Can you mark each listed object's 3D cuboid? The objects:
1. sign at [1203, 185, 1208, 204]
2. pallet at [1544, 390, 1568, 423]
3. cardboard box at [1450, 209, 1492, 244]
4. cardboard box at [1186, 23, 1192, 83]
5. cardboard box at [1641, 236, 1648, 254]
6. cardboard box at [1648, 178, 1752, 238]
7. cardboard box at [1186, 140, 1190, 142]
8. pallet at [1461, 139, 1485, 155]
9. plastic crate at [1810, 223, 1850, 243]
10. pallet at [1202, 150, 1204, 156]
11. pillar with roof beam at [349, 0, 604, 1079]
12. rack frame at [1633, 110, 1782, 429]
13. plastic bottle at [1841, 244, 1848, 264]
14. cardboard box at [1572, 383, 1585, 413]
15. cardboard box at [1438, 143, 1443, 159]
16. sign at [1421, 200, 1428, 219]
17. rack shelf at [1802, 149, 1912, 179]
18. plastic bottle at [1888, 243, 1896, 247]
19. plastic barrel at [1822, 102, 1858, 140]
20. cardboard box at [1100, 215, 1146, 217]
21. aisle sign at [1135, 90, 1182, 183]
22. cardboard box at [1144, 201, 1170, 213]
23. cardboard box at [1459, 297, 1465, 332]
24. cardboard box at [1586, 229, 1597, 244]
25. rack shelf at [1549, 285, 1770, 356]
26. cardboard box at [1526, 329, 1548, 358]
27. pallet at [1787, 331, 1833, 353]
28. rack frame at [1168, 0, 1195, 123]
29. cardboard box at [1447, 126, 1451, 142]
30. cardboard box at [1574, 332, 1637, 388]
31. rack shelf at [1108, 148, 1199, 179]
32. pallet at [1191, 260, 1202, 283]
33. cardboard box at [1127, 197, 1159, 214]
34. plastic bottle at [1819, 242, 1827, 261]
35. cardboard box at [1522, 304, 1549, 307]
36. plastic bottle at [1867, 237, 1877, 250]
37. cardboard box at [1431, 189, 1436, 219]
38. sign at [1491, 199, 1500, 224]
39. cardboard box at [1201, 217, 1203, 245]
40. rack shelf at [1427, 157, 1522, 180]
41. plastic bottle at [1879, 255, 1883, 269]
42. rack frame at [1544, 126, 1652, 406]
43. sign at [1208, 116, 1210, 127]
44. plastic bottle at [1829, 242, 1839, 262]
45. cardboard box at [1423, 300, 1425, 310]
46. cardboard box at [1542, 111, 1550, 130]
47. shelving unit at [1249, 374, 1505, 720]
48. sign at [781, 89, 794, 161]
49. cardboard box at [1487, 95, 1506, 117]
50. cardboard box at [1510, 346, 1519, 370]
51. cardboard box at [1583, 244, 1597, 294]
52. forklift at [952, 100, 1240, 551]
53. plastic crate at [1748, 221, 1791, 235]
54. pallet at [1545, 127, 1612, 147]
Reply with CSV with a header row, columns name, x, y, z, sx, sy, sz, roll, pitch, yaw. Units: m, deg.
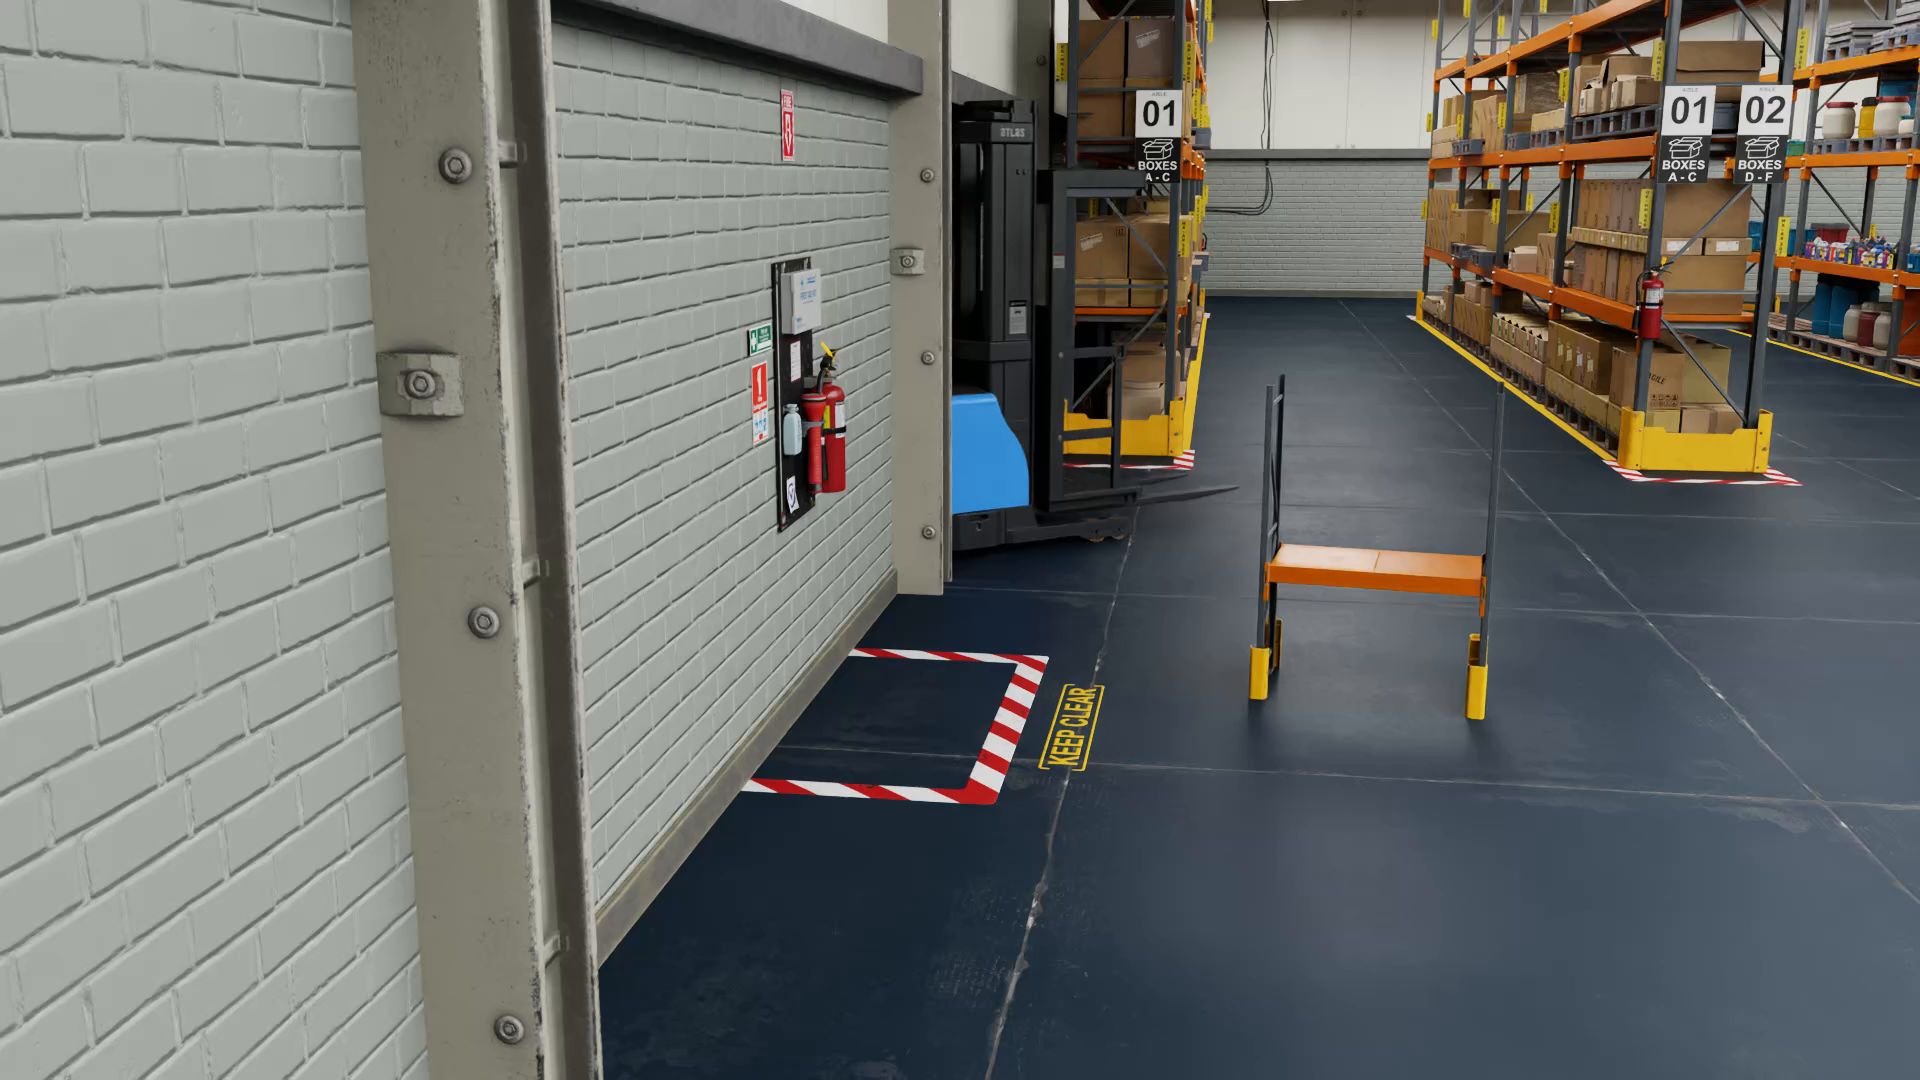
name,x,y,z,sx,sy,sz,roll,pitch,yaw
sign,4.433,-6.249,30.061,0.100,0.325,0.005,2,12,9
pallet,6.785,-1.403,17.503,1.003,0.211,1.213,2,12,9
cardboard box,7.886,-4.758,25.219,0.700,0.500,0.500,-2,12,-10
cardboard box,1.865,-4.446,15.227,0.500,0.500,0.500,2,12,8
cardboard box,6.243,-2.604,14.679,0.380,0.149,0.250,2,12,10
cardboard box,6.427,-2.889,14.460,0.700,0.500,0.500,2,12,9
cardboard box,1.992,-4.175,16.341,0.500,0.500,0.500,3,12,12
pallet,7.853,-5.621,23.780,1.213,0.211,1.003,2,12,9
plastic crate,13.458,-4.673,25.761,0.402,0.464,0.583,2,12,9
pallet,3.610,-6.602,28.096,1.003,0.211,1.213,2,12,9
pillar with roof beam,3.100,-2.726,2.784,9.100,9.000,0.400,2,12,9
rack frame,6.334,-2.098,14.107,1.000,3.000,0.127,2,12,9
plastic bottle,12.388,-4.003,23.253,0.097,0.271,0.097,0,12,0
cardboard box,6.343,-1.393,16.366,0.500,0.250,0.500,2,12,9
cardboard box,8.300,-6.515,27.839,0.500,0.250,0.500,2,12,9
sign,8.258,-5.869,29.552,0.100,0.325,0.005,2,12,9
rack shelf,12.766,-5.133,22.778,1.077,0.370,4.000,2,12,9
plastic bottle,13.178,-4.072,23.564,0.152,0.276,0.135,2,12,9
plastic barrel,12.745,-6.071,24.104,0.433,0.535,0.433,0,12,0
cardboard box,1.775,-3.302,18.224,0.500,0.500,0.500,2,12,7
aisle sign,1.724,-3.504,14.460,0.394,0.787,0.004,2,12,9
cardboard box,2.611,-4.364,21.800,0.380,0.149,0.250,0,12,-1
cardboard box,7.793,-3.385,24.968,0.500,0.500,0.500,2,12,9
cardboard box,6.601,-3.086,16.916,0.380,0.149,0.250,2,12,8
rack shelf,6.642,-2.162,16.115,1.077,0.370,4.000,2,12,9
cardboard box,6.802,-2.268,19.095,0.500,0.311,0.500,2,12,10
pallet,12.913,-2.912,24.504,1.003,0.211,1.213,2,12,9
rack frame,2.054,-6.023,18.080,1.000,3.000,0.127,2,12,9
cardboard box,8.145,-6.551,26.821,0.500,0.250,0.500,2,12,9
cardboard box,6.340,-1.759,16.287,0.500,0.500,0.500,2,12,9
rack shelf,2.361,-4.621,20.403,1.077,0.370,4.000,2,12,9
pallet,2.315,-3.151,19.448,1.003,0.211,1.213,2,12,9
cardboard box,2.483,-4.596,22.930,0.500,0.250,0.500,2,12,10
plastic bottle,12.525,-4.188,24.112,0.097,0.271,0.097,0,12,0
cardboard box,8.074,-3.055,23.438,0.500,0.500,0.500,2,12,8
plastic bottle,13.084,-4.175,23.861,0.144,0.351,0.185,2,12,9
cardboard box,8.393,-5.773,28.551,0.500,0.500,0.500,2,12,9
sign,7.027,-4.306,21.793,0.100,0.325,0.005,2,12,9
cardboard box,3.831,-5.628,29.777,0.980,0.700,0.700,2,12,11
rack shelf,8.487,-6.127,27.390,1.077,0.370,4.000,2,12,9
plastic bottle,12.170,-3.674,21.893,0.097,0.201,0.097,0,12,0
rack frame,6.949,-2.930,17.971,1.000,3.000,0.127,2,12,9
sign,4.433,-7.428,29.807,0.100,0.325,0.005,2,12,9
plastic bottle,12.483,-4.097,23.679,0.152,0.276,0.135,2,12,9
cardboard box,8.352,-4.130,29.220,0.380,0.166,0.250,2,12,9
cardboard box,7.487,-5.155,20.534,0.500,0.250,0.500,2,12,10
shelving unit,1.984,0.002,7.925,1.083,1.500,0.587,4,13,17
sign,-0.749,-1.804,7.240,0.001,0.298,0.199,2,12,9
cardboard box,7.827,-5.985,23.552,0.600,0.600,0.600,1,12,6
cardboard box,6.964,-2.205,20.134,0.500,0.250,0.500,2,12,10
cardboard box,6.812,-2.777,17.020,0.700,0.500,0.500,2,12,8
forklift,0.590,-1.502,11.504,3.031,2.935,1.130,-7,14,-30
plastic crate,13.822,-5.238,28.452,0.616,0.435,0.499,2,12,9
pallet,7.072,-4.487,18.529,0.805,0.209,1.217,1,12,6
